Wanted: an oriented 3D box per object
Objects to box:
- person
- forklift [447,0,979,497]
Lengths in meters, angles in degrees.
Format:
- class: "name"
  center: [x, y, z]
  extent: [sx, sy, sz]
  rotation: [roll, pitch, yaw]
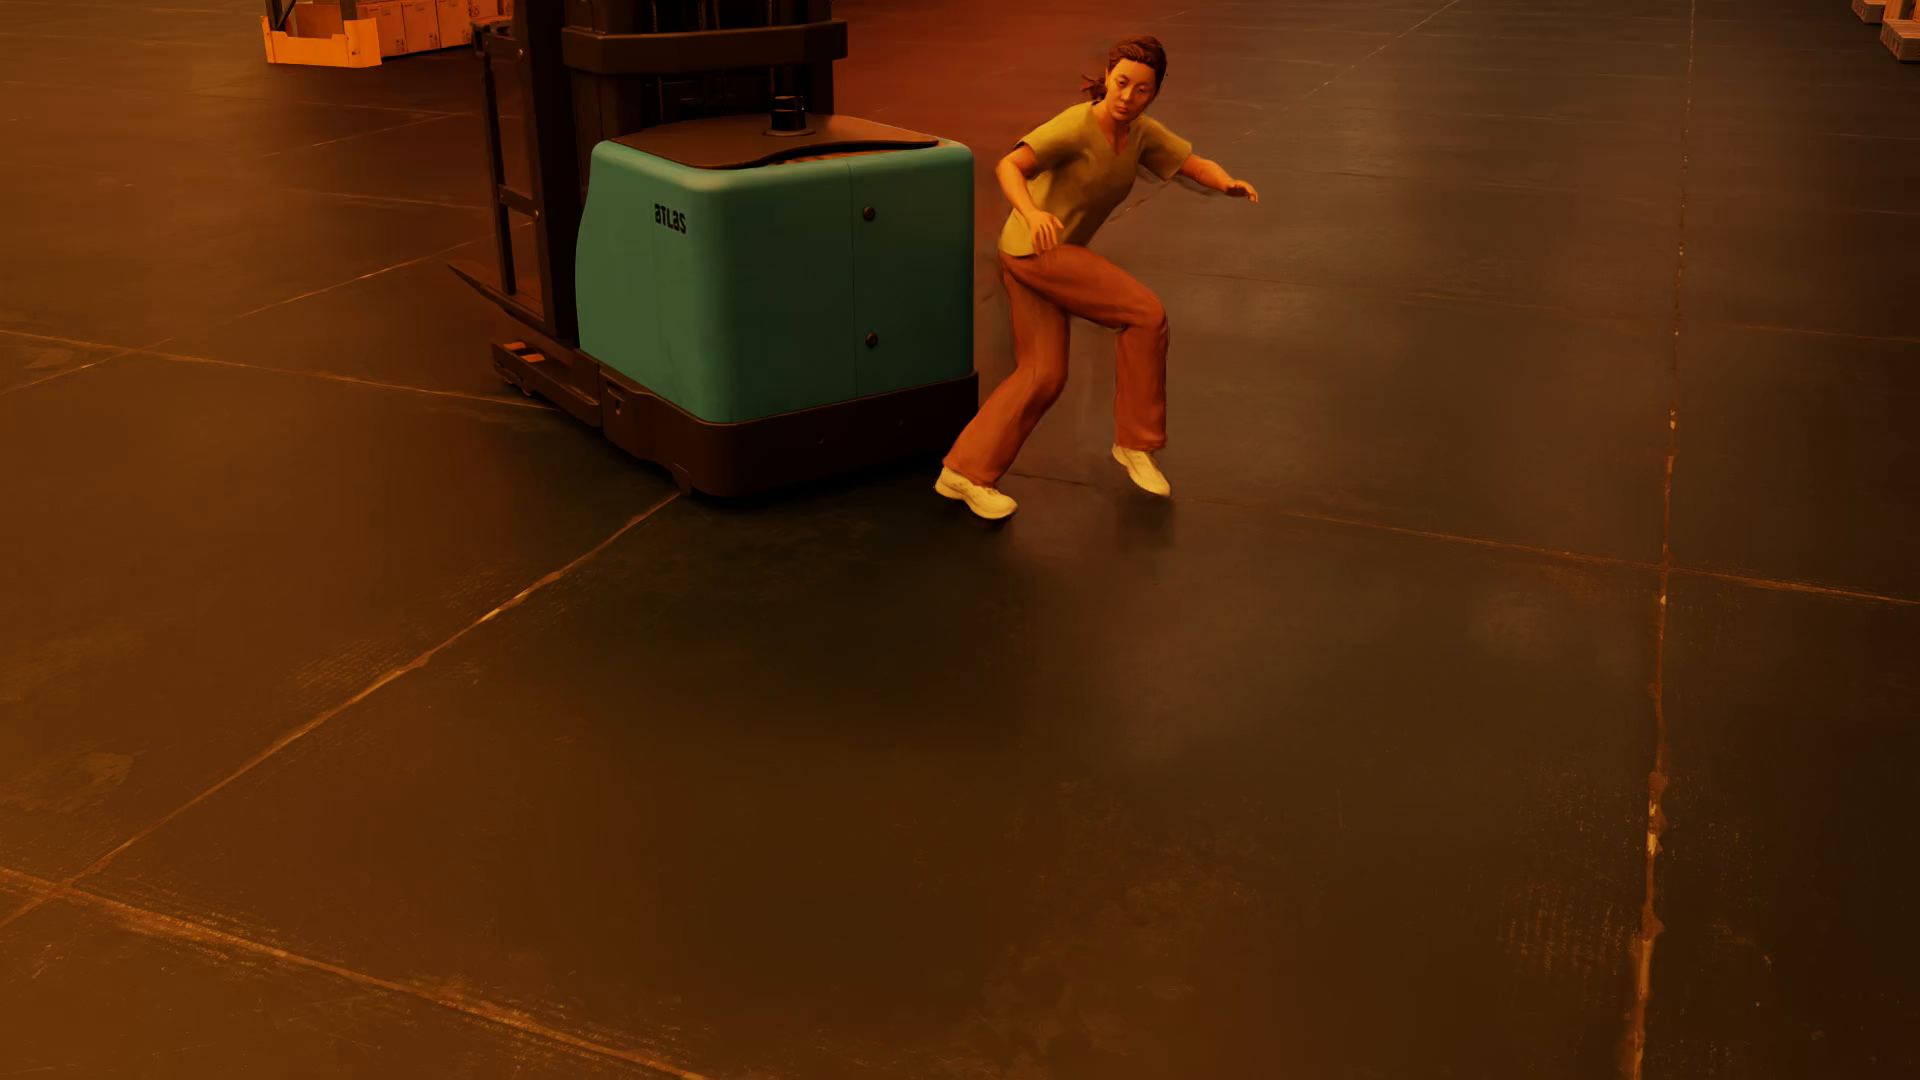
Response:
- class: "person"
  center: [0.445, -0.825, 5.189]
  extent: [0.879, 1.422, 0.887]
  rotation: [9, 24, 20]
- class: "forklift"
  center: [-1.187, -1.999, 6.075]
  extent: [1.130, 2.935, 3.031]
  rotation: [-15, 27, -32]
